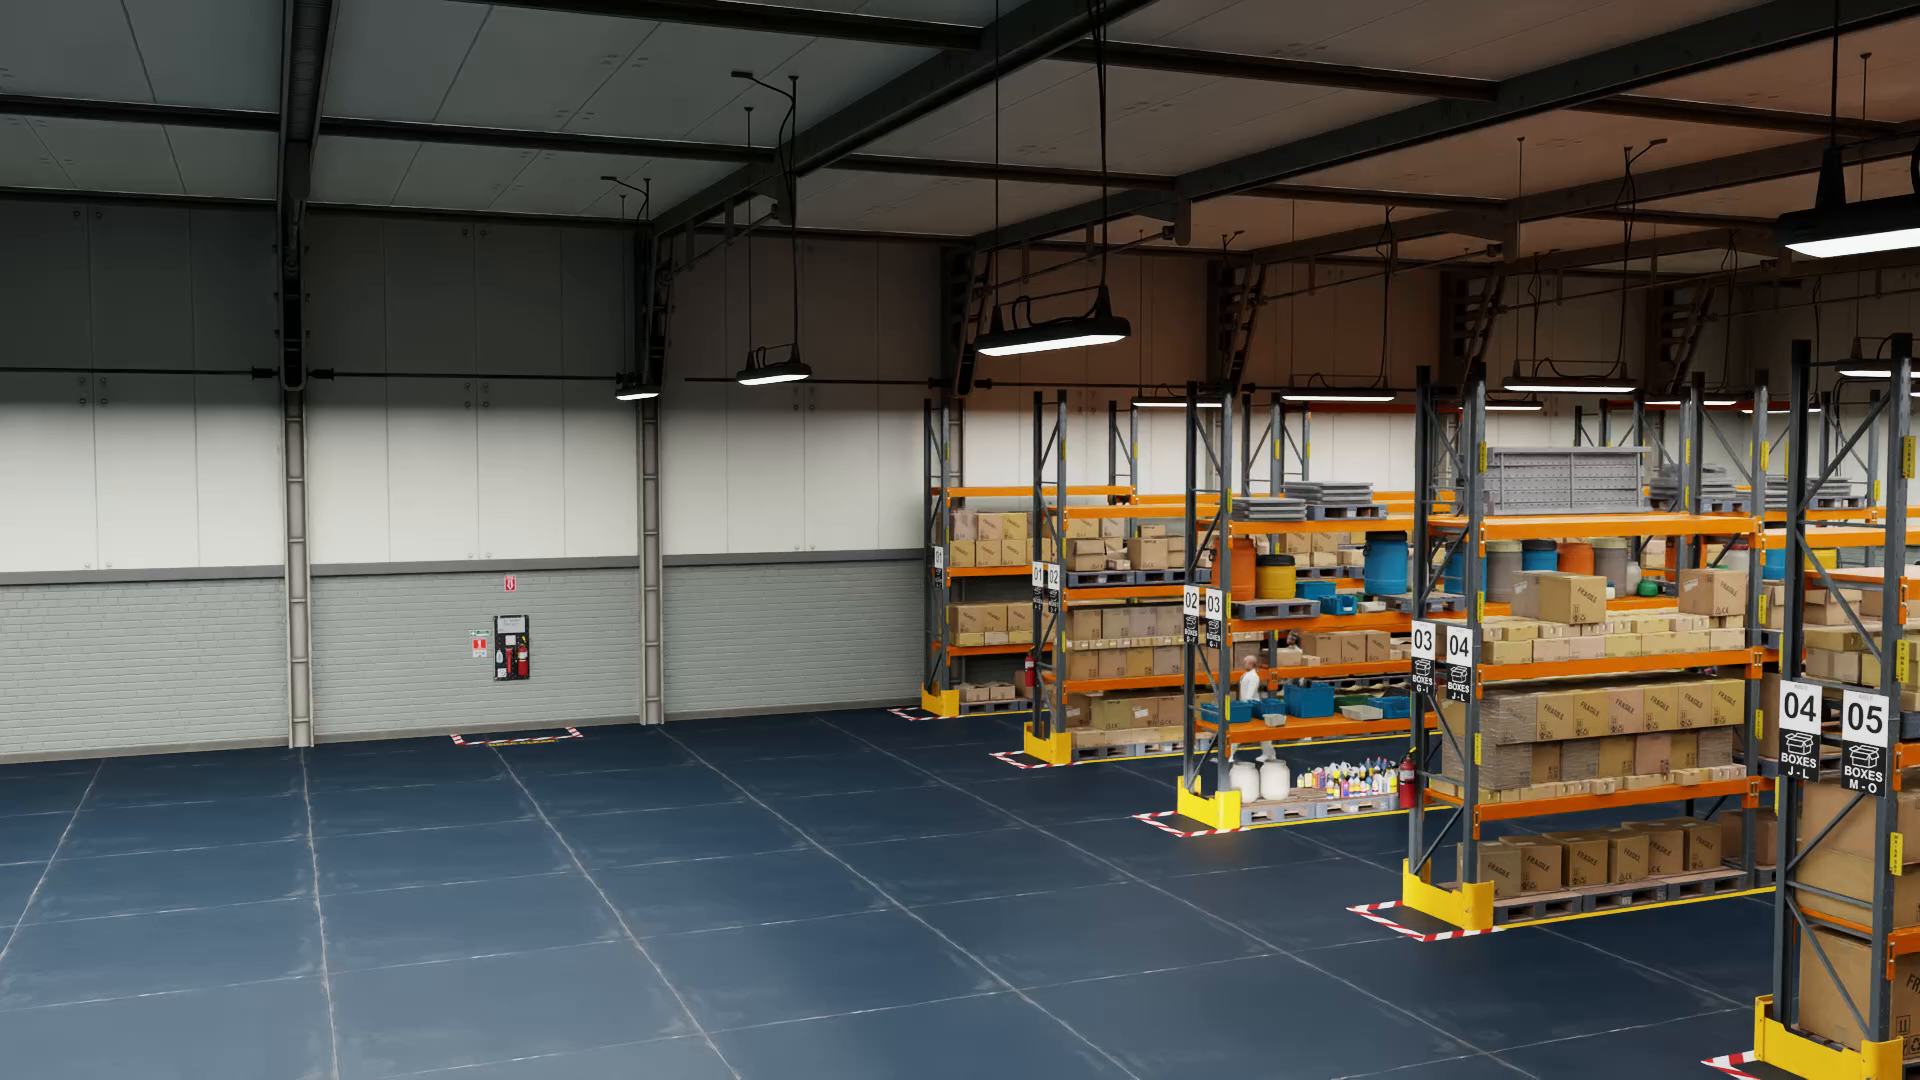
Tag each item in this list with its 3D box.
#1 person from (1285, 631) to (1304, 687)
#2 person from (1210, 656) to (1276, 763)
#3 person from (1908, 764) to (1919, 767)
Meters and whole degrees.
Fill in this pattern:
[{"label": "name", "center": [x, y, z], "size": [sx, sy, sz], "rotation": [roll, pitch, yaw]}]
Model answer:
[{"label": "person", "center": [6.086, 2.501, 30.882], "size": [0.982, 1.626, 0.541], "rotation": [-1, 4, -18]}, {"label": "person", "center": [4.563, 2.708, 26.604], "size": [1.098, 1.717, 0.589], "rotation": [-1, 4, -21]}, {"label": "person", "center": [10.129, 3.320, 17.634], "size": [0.588, 1.741, 0.629], "rotation": [-1, 4, -23]}]
